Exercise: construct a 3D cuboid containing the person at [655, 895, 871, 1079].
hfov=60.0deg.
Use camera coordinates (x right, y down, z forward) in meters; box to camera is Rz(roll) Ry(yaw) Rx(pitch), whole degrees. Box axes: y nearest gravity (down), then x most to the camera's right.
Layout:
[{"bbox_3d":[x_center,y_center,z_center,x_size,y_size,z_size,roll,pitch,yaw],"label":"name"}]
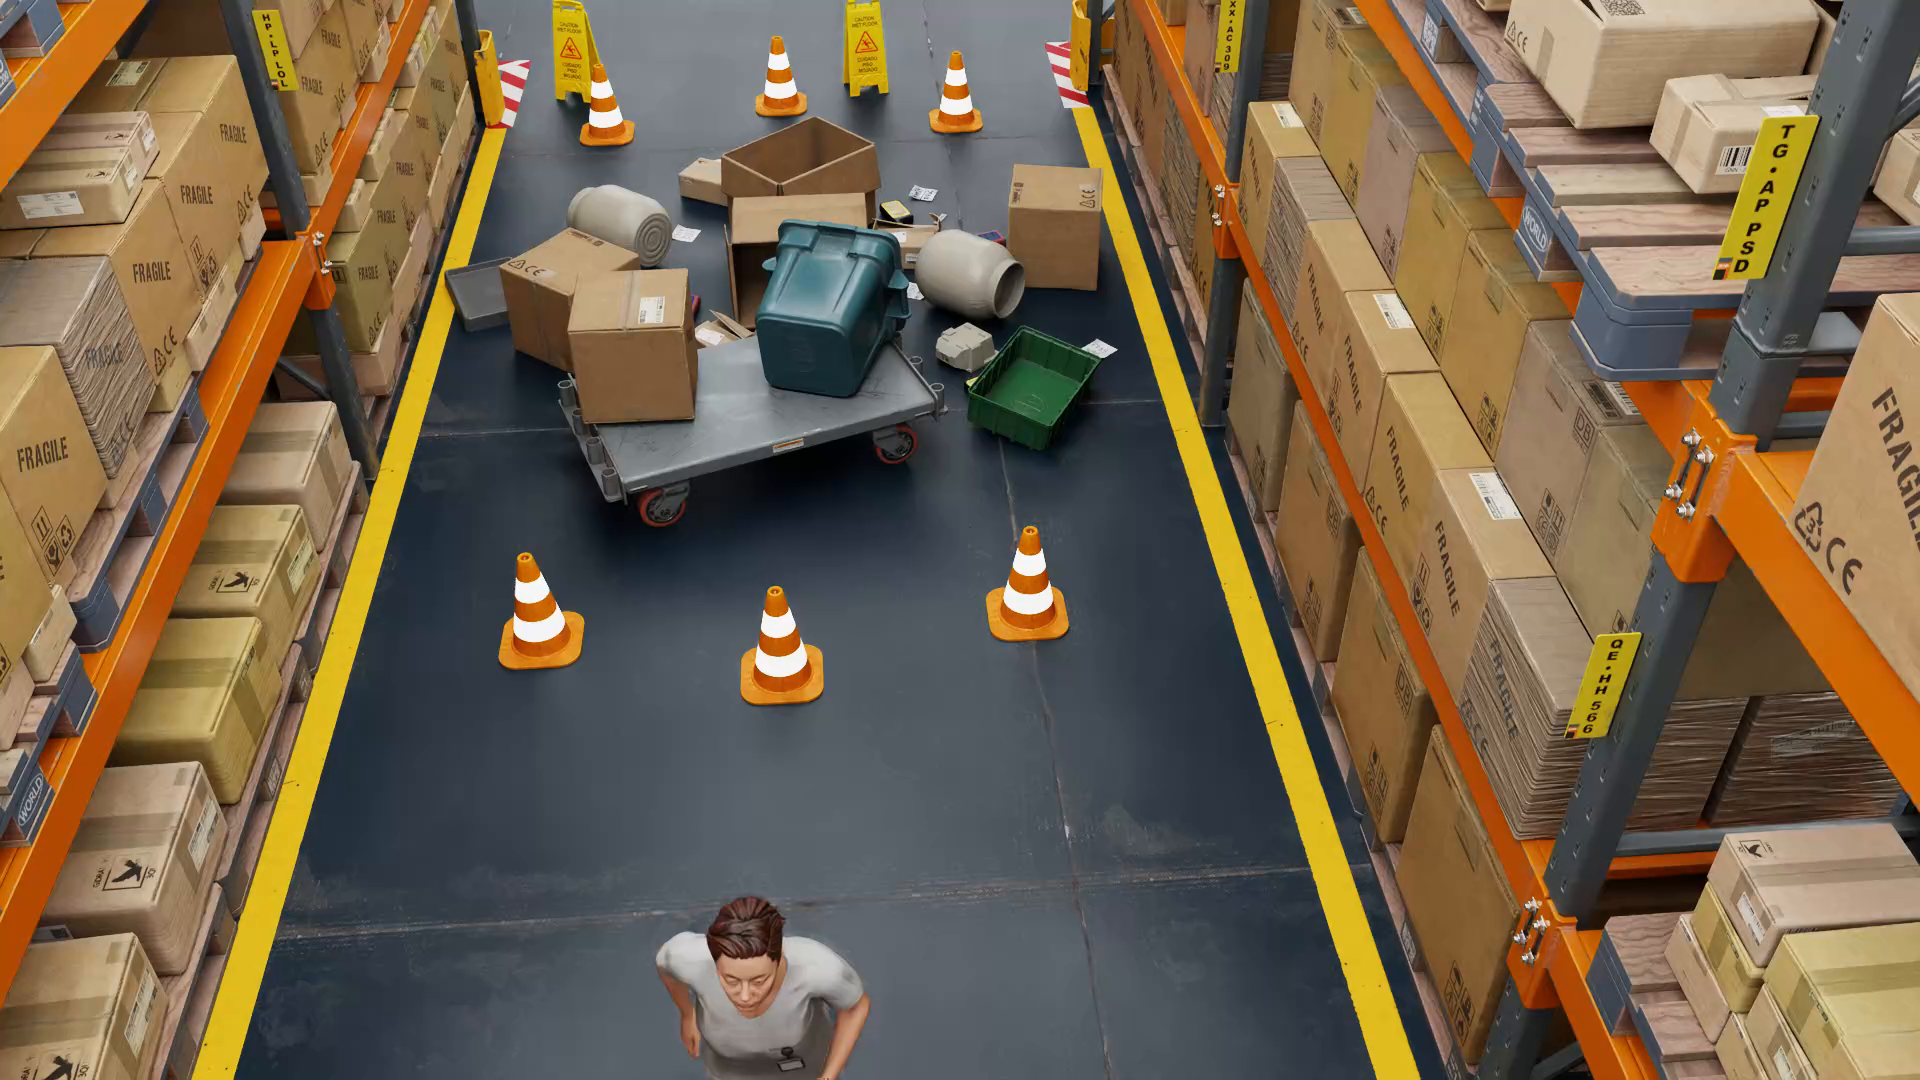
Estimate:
[{"bbox_3d":[-0.521,1.334,4.584,0.554,1.604,0.786,-3,39,-4],"label":"person"}]
